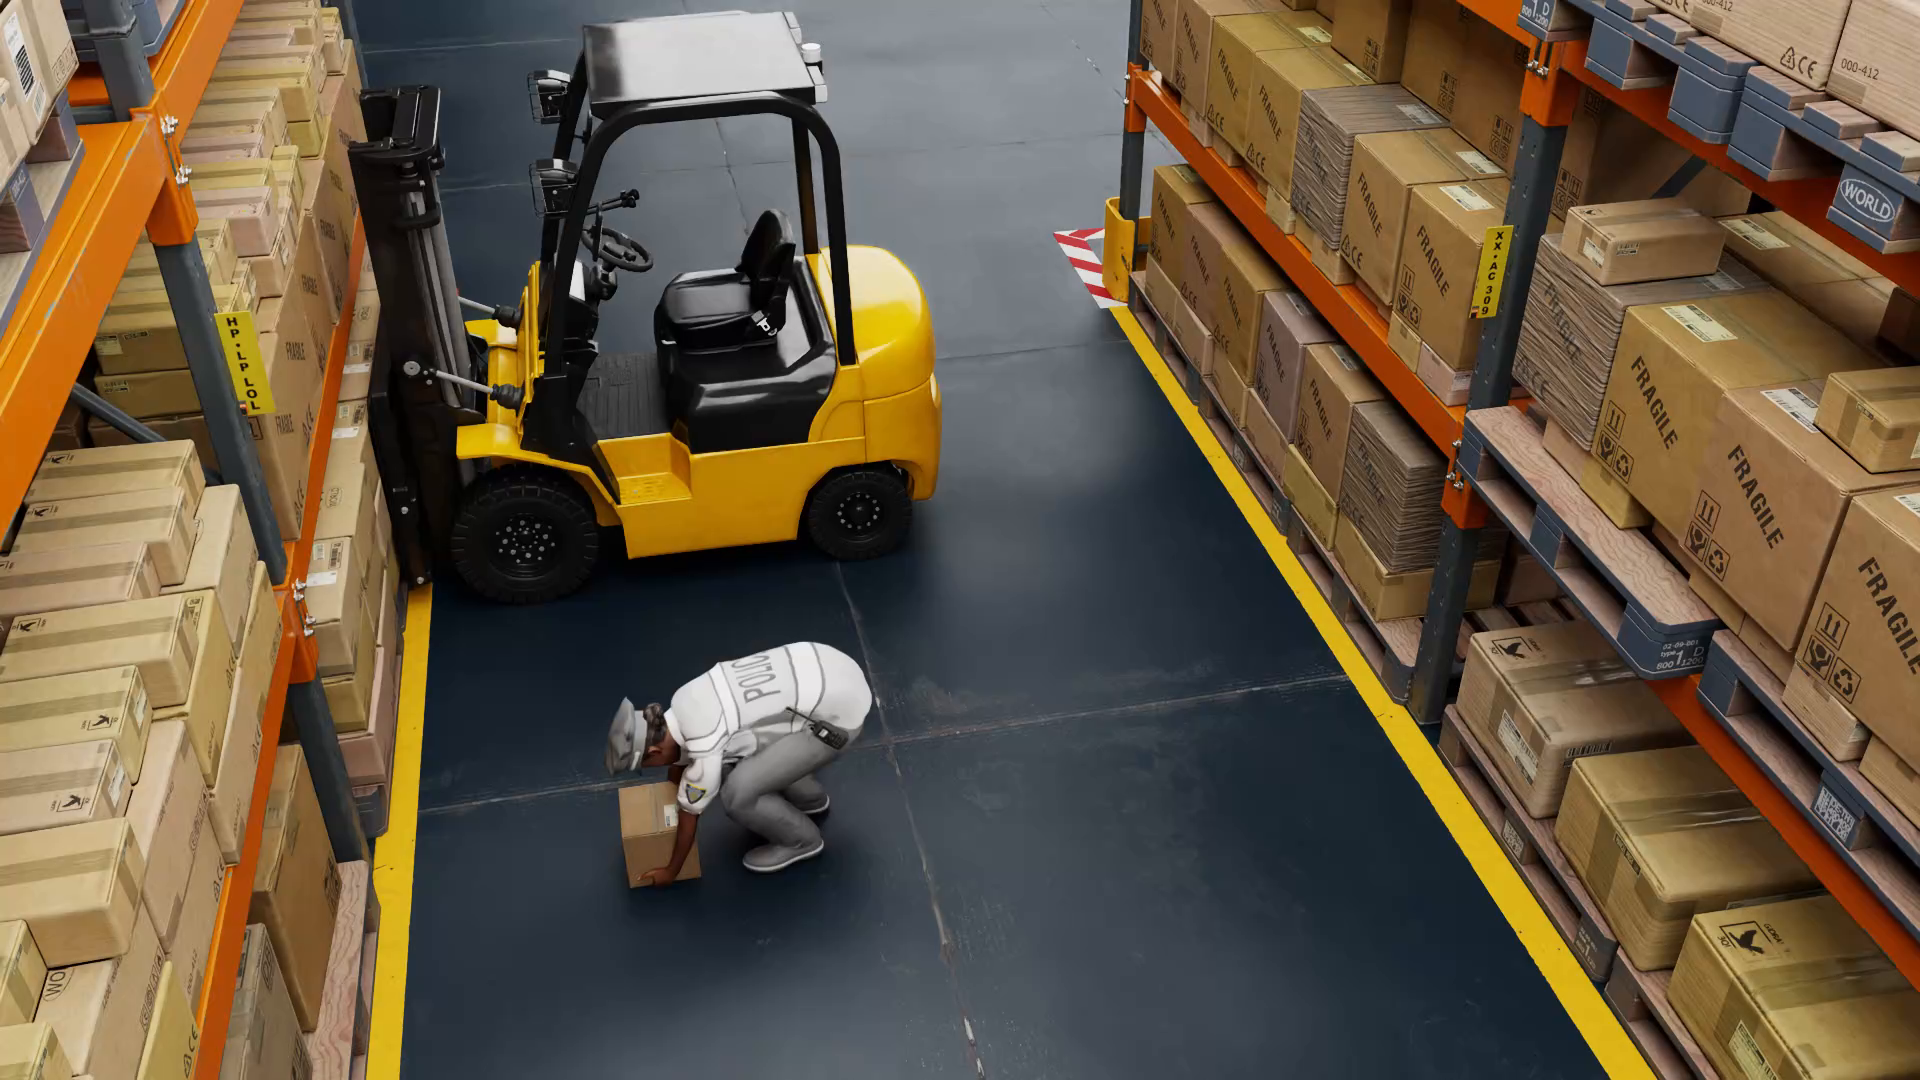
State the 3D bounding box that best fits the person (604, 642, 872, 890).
[{"bbox_3d":[-0.763,0.779,5.802,0.922,0.813,0.455,-8,35,-12],"label":"person"}]
